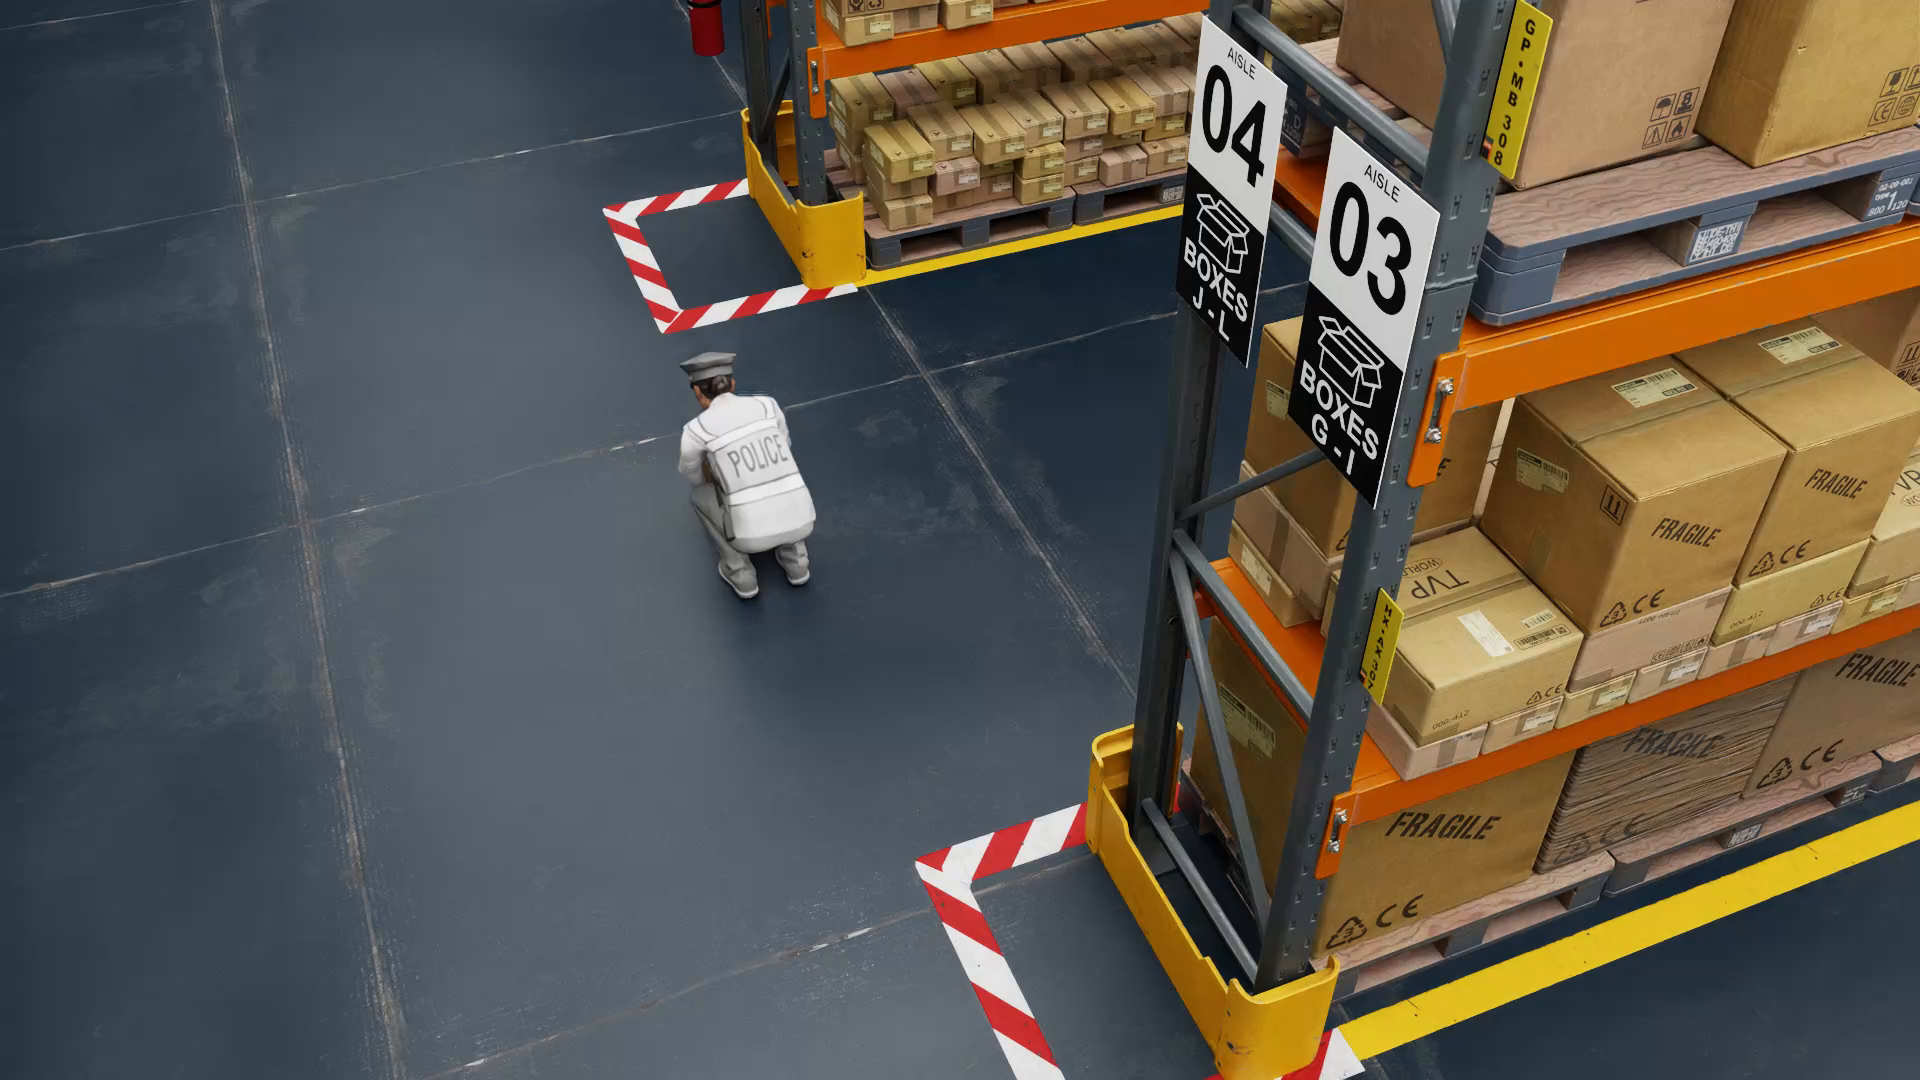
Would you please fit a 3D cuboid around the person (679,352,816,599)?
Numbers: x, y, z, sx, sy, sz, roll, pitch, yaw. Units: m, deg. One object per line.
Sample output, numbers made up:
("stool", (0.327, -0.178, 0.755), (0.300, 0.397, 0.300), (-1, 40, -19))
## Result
("person", (-0.902, -0.285, 7.009), (0.501, 0.961, 0.823), (-15, 44, -16))
